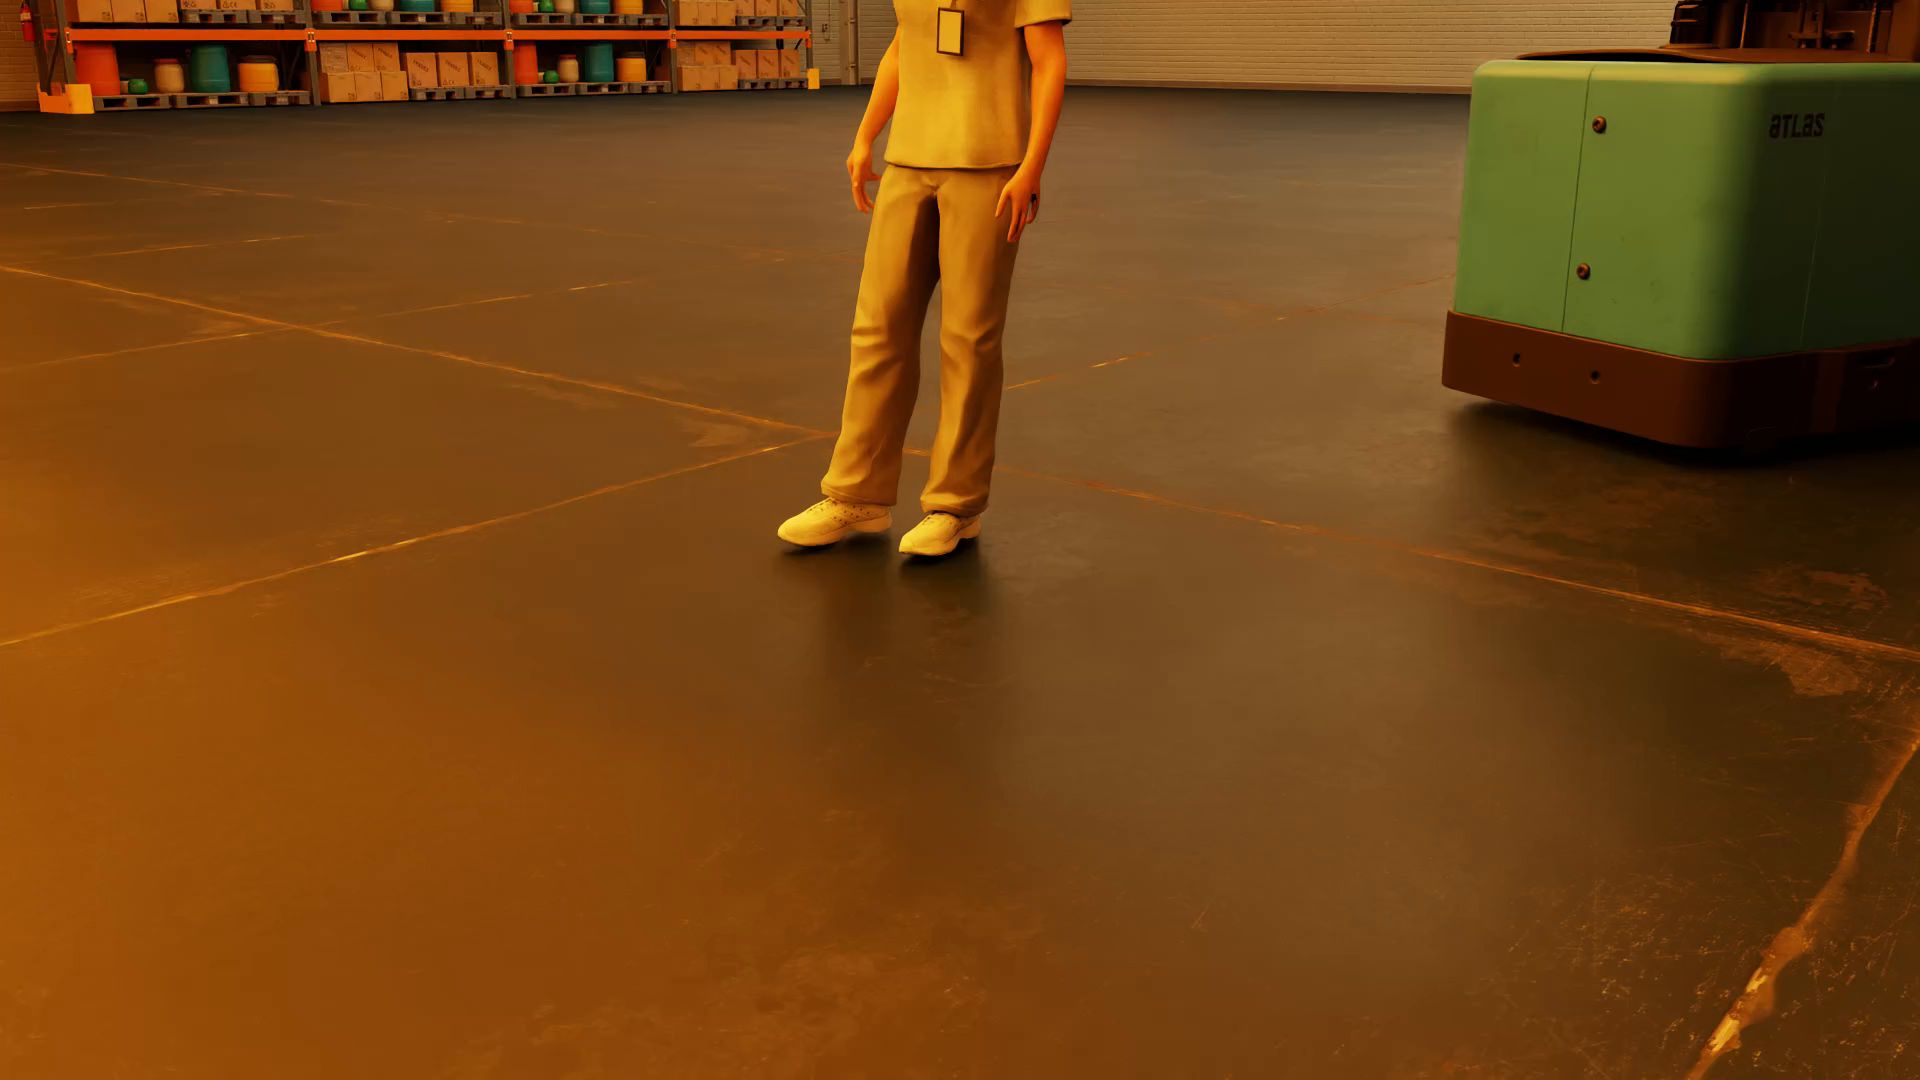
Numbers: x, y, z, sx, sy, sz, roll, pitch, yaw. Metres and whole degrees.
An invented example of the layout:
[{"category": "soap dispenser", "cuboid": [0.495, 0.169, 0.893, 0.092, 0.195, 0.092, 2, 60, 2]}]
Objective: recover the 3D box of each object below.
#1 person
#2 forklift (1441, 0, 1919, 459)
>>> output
[{"category": "person", "cuboid": [-0.057, -0.795, 3.650, 0.549, 1.675, 0.549, 13, 21, 37]}, {"category": "forklift", "cuboid": [3.094, -1.907, 5.177, 3.031, 2.935, 1.130, -8, 19, -26]}]
